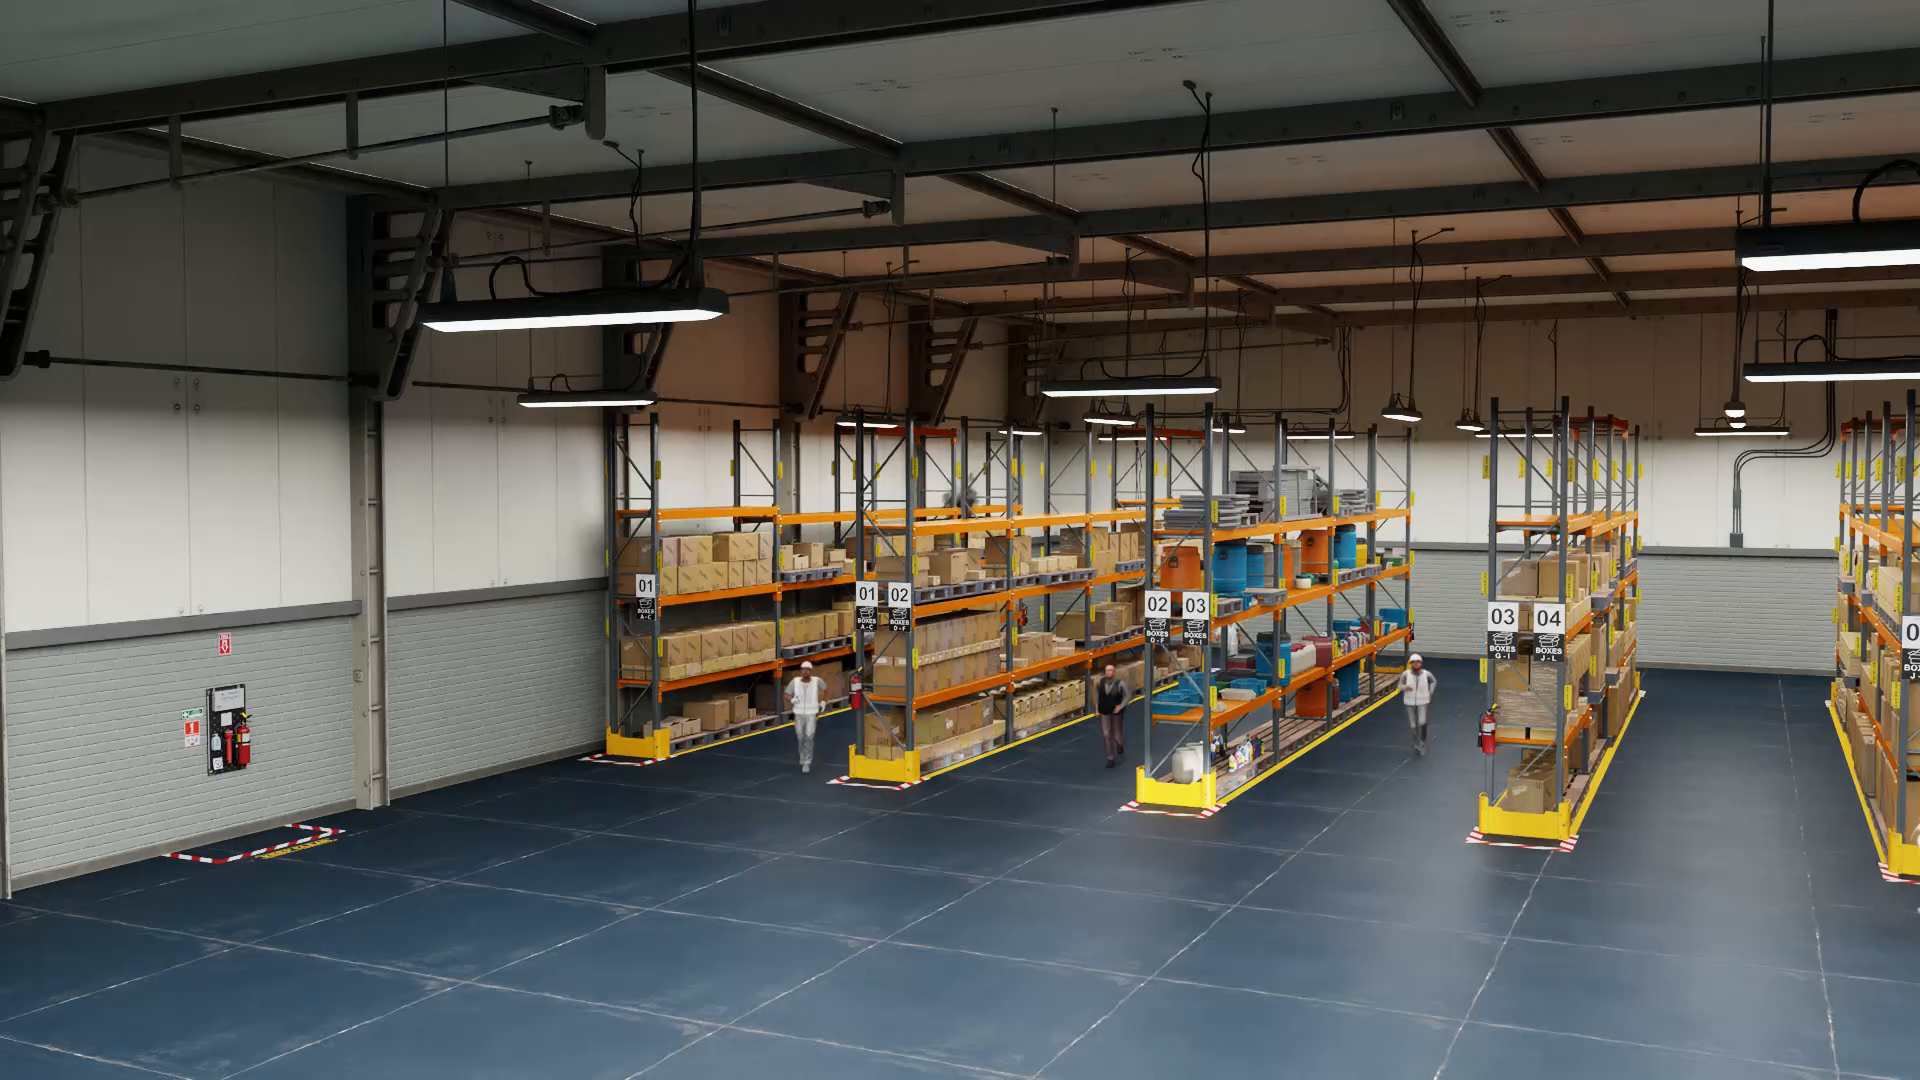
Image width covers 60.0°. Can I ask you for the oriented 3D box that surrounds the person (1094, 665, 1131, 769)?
[{"bbox_3d":[2.583,2.972,28.290,0.681,1.713,0.898,1,3,19],"label":"person"}]

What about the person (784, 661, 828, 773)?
[{"bbox_3d":[-2.586,2.942,27.861,0.718,1.837,0.824,0,2,3],"label":"person"}]

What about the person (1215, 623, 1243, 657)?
[{"bbox_3d":[6.158,2.527,38.091,0.652,1.788,0.859,0,2,8],"label":"person"}]

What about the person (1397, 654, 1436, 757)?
[{"bbox_3d":[8.037,2.898,29.287,0.640,1.795,0.773,1,3,21],"label":"person"}]
